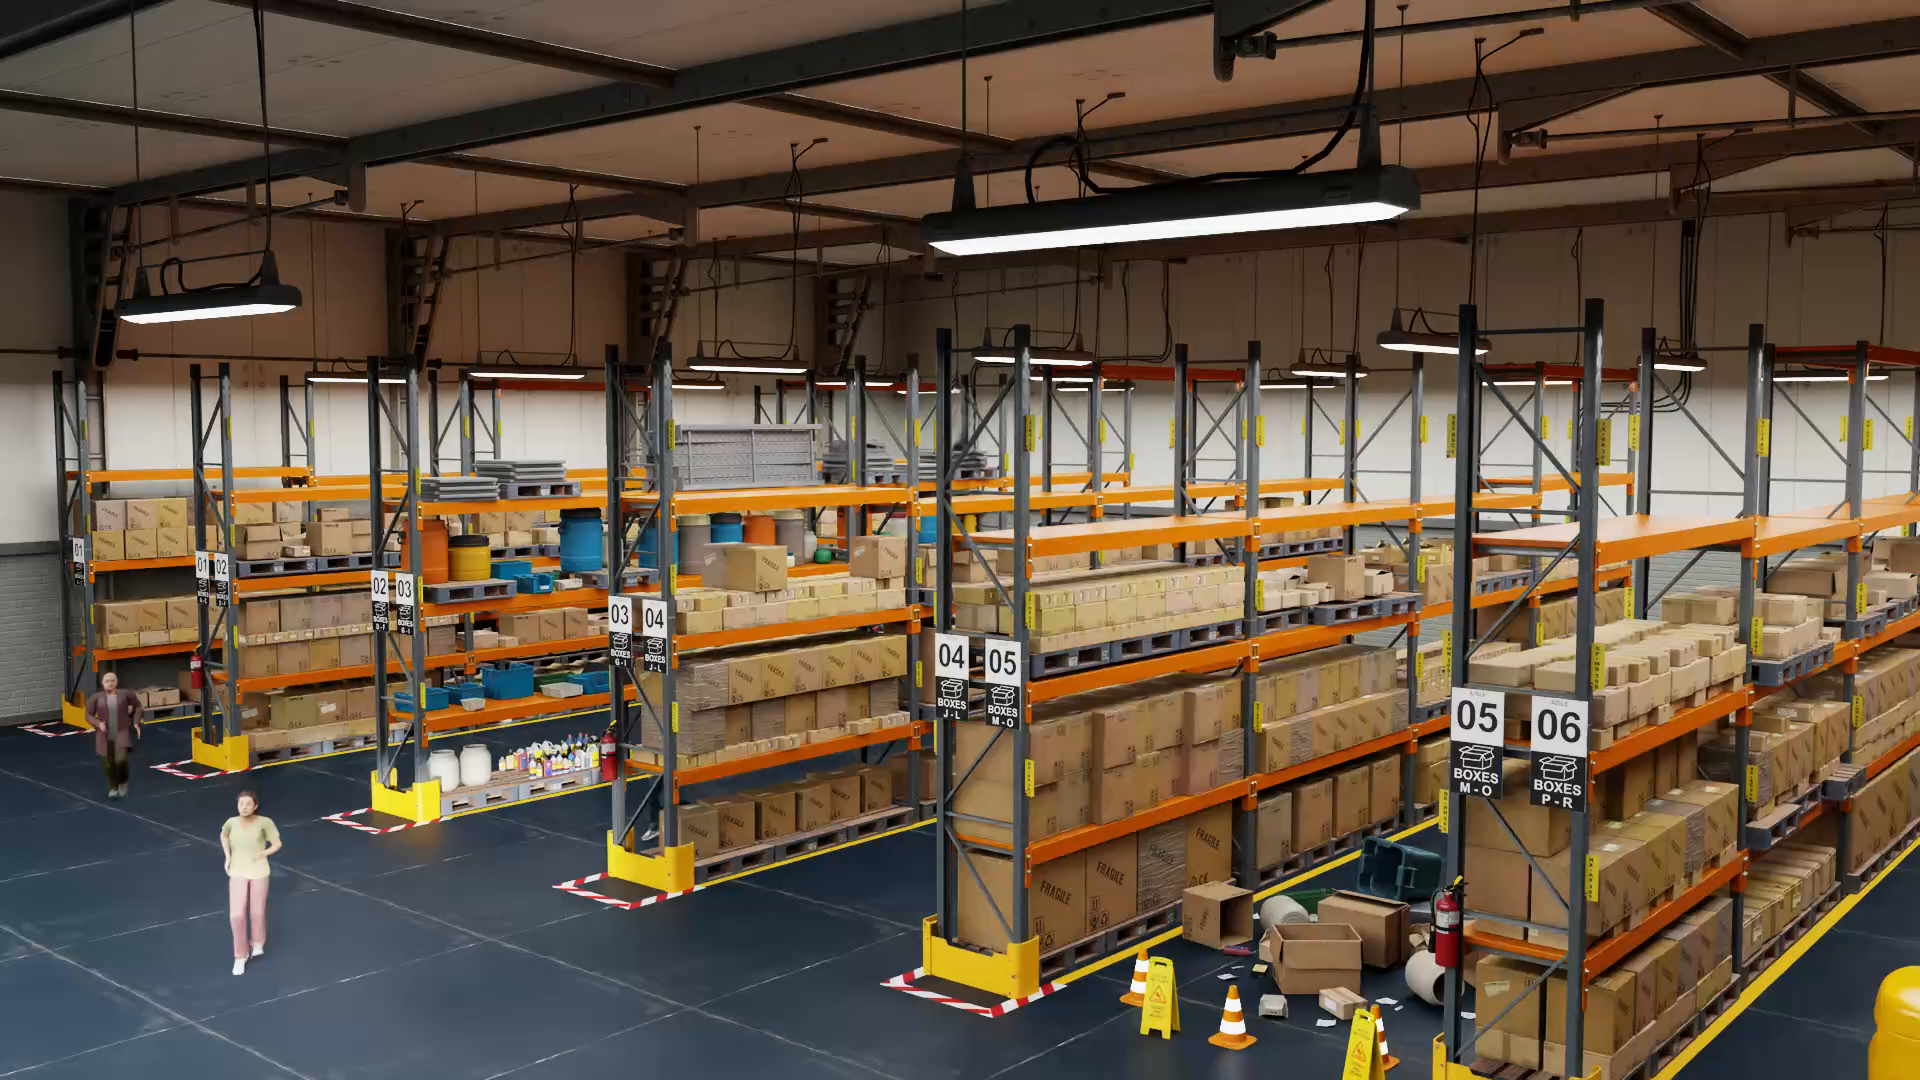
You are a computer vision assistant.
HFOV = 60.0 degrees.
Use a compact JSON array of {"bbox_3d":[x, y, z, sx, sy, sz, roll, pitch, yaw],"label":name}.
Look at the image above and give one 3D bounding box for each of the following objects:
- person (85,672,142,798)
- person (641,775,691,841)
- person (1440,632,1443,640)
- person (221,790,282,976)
[{"bbox_3d":[-11.471,2.658,22.537,0.681,1.737,0.784,-2,5,-24],"label":"person"},{"bbox_3d":[-3.631,2.885,20.643,0.528,1.600,0.802,4,6,43],"label":"person"},{"bbox_3d":[8.030,2.362,27.284,0.707,1.763,0.624,-4,6,-44],"label":"person"},{"bbox_3d":[-6.698,3.208,15.724,0.564,1.721,0.728,-1,4,-17],"label":"person"}]
